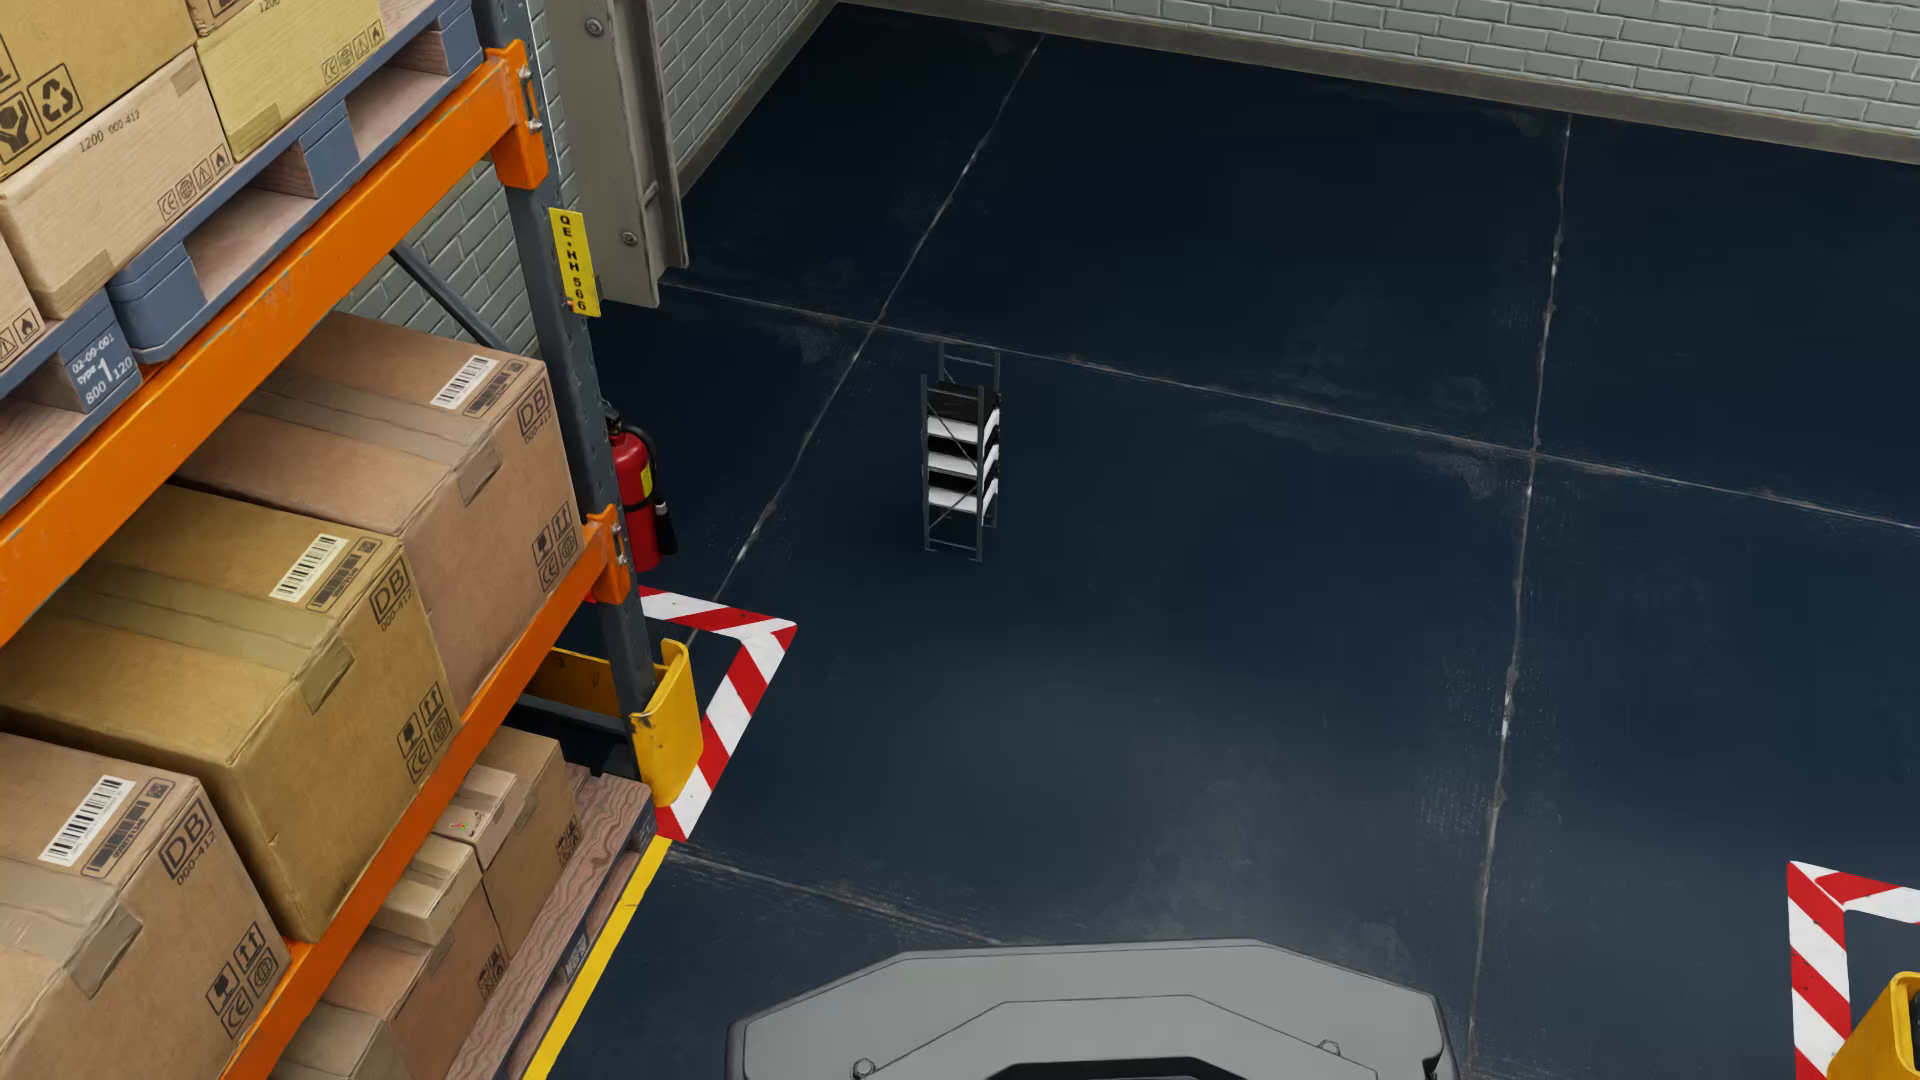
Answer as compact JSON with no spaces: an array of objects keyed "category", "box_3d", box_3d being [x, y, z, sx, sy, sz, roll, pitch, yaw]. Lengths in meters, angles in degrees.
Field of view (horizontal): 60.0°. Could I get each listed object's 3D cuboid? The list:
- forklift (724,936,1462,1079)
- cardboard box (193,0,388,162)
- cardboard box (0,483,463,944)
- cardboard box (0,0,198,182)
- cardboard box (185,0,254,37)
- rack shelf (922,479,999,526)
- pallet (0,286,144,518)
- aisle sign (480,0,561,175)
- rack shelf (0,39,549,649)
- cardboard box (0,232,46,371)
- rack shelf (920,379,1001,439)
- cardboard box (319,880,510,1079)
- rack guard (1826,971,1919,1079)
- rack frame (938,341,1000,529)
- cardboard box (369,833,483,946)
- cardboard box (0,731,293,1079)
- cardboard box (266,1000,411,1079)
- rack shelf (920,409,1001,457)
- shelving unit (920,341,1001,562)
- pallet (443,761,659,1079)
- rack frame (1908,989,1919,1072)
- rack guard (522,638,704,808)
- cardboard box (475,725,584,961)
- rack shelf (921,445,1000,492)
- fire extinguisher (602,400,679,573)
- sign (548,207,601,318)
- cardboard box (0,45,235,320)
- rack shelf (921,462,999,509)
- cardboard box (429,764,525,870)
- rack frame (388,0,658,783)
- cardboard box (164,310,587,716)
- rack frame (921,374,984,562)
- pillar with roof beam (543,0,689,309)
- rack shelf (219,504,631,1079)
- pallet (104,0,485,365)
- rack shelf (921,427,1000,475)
[{"category":"forklift","box_3d":[0.193,2.058,2.551,1.130,2.935,3.031,-2,44,-2]},{"category":"cardboard box","box_3d":[-1.490,-1.008,3.226,0.500,0.250,0.500,14,46,14]},{"category":"cardboard box","box_3d":[-1.876,0.374,4.009,0.980,0.700,0.700,12,46,12]},{"category":"cardboard box","box_3d":[-1.645,-0.944,2.624,0.500,0.500,0.500,14,46,14]},{"category":"cardboard box","box_3d":[-1.483,-1.275,2.963,0.500,0.500,0.500,12,46,12]},{"category":"rack shelf","box_3d":[0.002,-0.175,6.590,0.258,0.077,0.200,13,46,12]},{"category":"pallet","box_3d":[-2.104,-0.076,2.602,1.003,0.211,1.213,13,46,13]},{"category":"aisle sign","box_3d":[-1.214,-1.262,4.036,0.394,0.787,0.004,13,46,13]},{"category":"rack shelf","box_3d":[-2.127,0.170,2.801,1.077,0.370,4.000,13,46,13]},{"category":"cardboard box","box_3d":[-1.800,-0.313,2.516,0.500,0.250,0.500,11,45,11]},{"category":"rack shelf","box_3d":[0.002,-0.496,6.275,0.258,0.077,0.200,13,46,12]},{"category":"cardboard box","box_3d":[-1.789,1.216,4.849,0.700,0.500,0.500,12,46,12]},{"category":"rack guard","box_3d":[3.178,1.643,4.714,1.175,0.500,0.348,13,46,13]},{"category":"rack frame","box_3d":[0.033,-0.395,6.510,0.240,0.900,0.006,13,46,12]},{"category":"cardboard box","box_3d":[-1.580,0.946,4.662,0.380,0.149,0.250,14,46,14]},{"category":"cardboard box","box_3d":[-2.116,0.880,3.491,0.980,0.700,0.700,10,45,11]},{"category":"cardboard box","box_3d":[-1.941,1.552,4.506,0.700,0.500,0.500,11,45,11]},{"category":"rack shelf","box_3d":[0.002,-0.432,6.338,0.258,0.077,0.200,13,46,12]},{"category":"shelving unit","box_3d":[0.002,-0.327,6.441,0.258,0.900,0.210,13,46,12]},{"category":"pallet","box_3d":[-1.689,1.198,5.375,1.003,0.211,1.213,13,46,13]},{"category":"rack frame","box_3d":[3.201,0.699,3.891,1.000,3.000,0.127,13,46,13]},{"category":"rack guard","box_3d":[-1.514,0.529,5.852,1.175,0.500,0.348,13,46,13]},{"category":"cardboard box","box_3d":[-1.638,0.883,5.190,0.700,0.500,0.500,13,46,13]},{"category":"rack shelf","box_3d":[0.002,-0.303,6.464,0.258,0.077,0.200,13,46,12]},{"category":"fire extinguisher","box_3d":[-1.036,-0.190,5.121,0.296,0.674,0.183,13,46,13]},{"category":"sign","box_3d":[-1.008,-0.723,4.346,0.100,0.325,0.005,13,46,13]},{"category":"cardboard box","box_3d":[-1.647,-0.661,2.872,0.500,0.250,0.500,11,45,11]},{"category":"rack shelf","box_3d":[0.002,-0.239,6.527,0.258,0.077,0.200,13,46,12]},{"category":"cardboard box","box_3d":[-1.503,0.775,4.836,0.380,0.149,0.250,12,46,12]},{"category":"rack frame","box_3d":[-1.521,-0.348,4.961,1.000,3.000,0.127,13,46,13]},{"category":"cardboard box","box_3d":[-1.666,-0.113,4.507,0.980,0.700,0.700,14,46,14]},{"category":"rack frame","box_3d":[-0.028,-0.259,6.372,0.240,0.900,0.006,13,46,12]},{"category":"pillar with roof beam","box_3d":[2.575,-3.563,3.958,9.100,9.000,0.400,13,46,13]},{"category":"rack shelf","box_3d":[-2.127,1.242,3.850,1.077,0.370,4.000,13,46,13]},{"category":"pallet","box_3d":[-1.736,-0.892,3.435,1.003,0.211,1.213,13,46,13]},{"category":"rack shelf","box_3d":[0.002,-0.368,6.401,0.258,0.077,0.200,13,46,12]}]
